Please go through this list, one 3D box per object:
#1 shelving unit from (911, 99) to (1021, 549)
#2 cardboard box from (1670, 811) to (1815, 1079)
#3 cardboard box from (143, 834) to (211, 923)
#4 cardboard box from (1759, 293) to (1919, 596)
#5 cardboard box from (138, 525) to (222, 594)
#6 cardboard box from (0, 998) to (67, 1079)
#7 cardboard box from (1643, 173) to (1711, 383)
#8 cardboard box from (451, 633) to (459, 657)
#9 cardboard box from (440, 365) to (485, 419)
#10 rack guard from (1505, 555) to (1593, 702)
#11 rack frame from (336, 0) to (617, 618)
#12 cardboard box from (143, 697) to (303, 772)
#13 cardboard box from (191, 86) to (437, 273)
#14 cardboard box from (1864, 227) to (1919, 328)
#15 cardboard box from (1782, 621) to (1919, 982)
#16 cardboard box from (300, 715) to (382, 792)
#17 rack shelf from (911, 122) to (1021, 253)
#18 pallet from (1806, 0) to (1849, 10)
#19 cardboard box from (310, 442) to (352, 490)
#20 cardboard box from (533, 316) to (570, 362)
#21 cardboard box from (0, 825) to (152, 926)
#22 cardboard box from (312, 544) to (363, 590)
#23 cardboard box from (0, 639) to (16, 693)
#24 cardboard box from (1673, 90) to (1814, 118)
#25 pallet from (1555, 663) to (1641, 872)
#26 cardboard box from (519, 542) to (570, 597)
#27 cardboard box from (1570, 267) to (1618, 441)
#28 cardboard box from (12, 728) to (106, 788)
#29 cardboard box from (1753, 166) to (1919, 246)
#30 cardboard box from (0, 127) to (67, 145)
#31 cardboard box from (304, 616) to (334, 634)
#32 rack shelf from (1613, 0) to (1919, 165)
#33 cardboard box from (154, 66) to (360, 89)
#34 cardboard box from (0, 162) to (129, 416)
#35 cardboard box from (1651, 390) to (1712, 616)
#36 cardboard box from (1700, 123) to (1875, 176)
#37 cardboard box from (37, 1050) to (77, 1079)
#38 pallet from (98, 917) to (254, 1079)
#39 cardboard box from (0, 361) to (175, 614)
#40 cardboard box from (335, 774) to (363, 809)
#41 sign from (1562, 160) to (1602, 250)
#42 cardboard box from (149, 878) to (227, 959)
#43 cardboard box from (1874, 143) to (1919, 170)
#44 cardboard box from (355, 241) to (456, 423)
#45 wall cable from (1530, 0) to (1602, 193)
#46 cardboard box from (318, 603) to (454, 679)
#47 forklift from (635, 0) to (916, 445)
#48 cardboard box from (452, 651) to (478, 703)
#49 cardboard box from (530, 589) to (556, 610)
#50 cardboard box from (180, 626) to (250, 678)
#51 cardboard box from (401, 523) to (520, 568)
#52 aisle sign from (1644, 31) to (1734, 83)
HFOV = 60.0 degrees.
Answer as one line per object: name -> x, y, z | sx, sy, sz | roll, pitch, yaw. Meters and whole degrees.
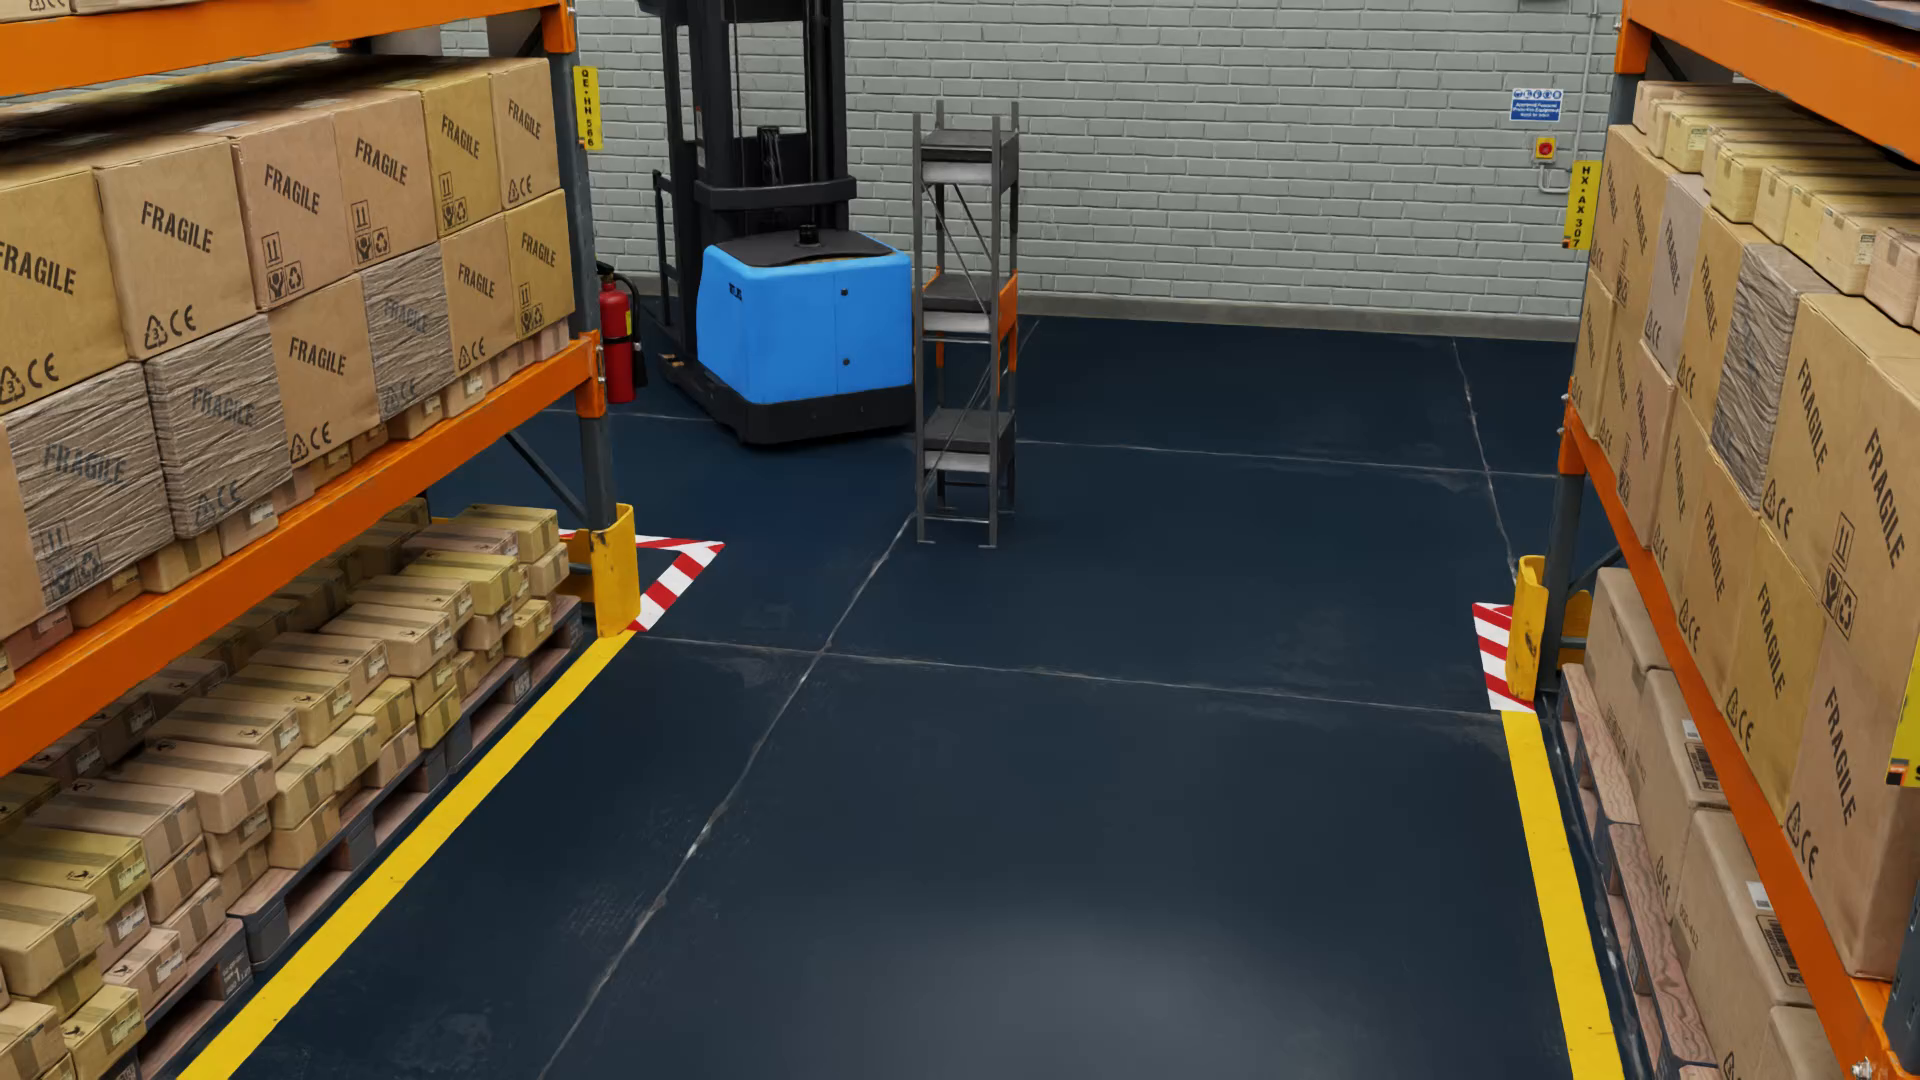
shelving unit -> 0.034, -1.035, 8.112 | 0.431, 2.100, 0.503 | 4, 22, 11
cardboard box -> 2.439, 1.154, 4.339 | 0.875, 0.438, 0.875 | 4, 22, 9
cardboard box -> -2.420, 0.961, 4.808 | 0.380, 0.149, 0.250 | 3, 22, 8
cardboard box -> 1.961, -0.179, 3.311 | 0.500, 0.500, 0.500 | 4, 22, 10
cardboard box -> -2.305, 0.019, 4.627 | 0.380, 0.149, 0.250 | 5, 22, 12
cardboard box -> -2.456, 1.251, 4.089 | 0.380, 0.149, 0.250 | 5, 23, 13
cardboard box -> 2.267, -0.731, 4.682 | 0.500, 0.500, 0.500 | 4, 22, 11
cardboard box -> -2.115, 0.391, 6.222 | 0.380, 0.149, 0.250 | 4, 22, 10
cardboard box -> -1.970, -0.560, 6.066 | 0.380, 0.149, 0.250 | 5, 22, 12
rack guard -> 2.844, 0.397, 6.697 | 1.175, 0.500, 0.348 | 4, 22, 11
rack frame -> -2.027, -1.094, 7.054 | 1.000, 3.000, 0.127 | 4, 22, 11
cardboard box -> -2.315, 0.628, 5.236 | 0.380, 0.149, 0.250 | 4, 22, 9
cardboard box -> -2.078, -1.179, 5.396 | 0.500, 0.500, 0.500 | 6, 23, 14
cardboard box -> 2.029, -0.511, 3.266 | 0.380, 0.149, 0.250 | 4, 22, 10
cardboard box -> 1.868, 0.474, 3.027 | 0.500, 0.500, 0.500 | 5, 22, 11
cardboard box -> -2.152, 0.687, 5.490 | 0.380, 0.149, 0.250 | 5, 22, 11
rack shelf -> 0.034, -1.671, 7.855 | 0.431, 0.518, 0.480 | 4, 22, 11
pallet -> 2.452, -1.384, 3.878 | 1.003, 0.211, 1.213 | 4, 22, 11
cardboard box -> -2.204, -0.274, 5.354 | 0.380, 0.149, 0.250 | 5, 22, 12
cardboard box -> -1.817, -0.836, 6.751 | 0.380, 0.149, 0.250 | 4, 22, 11
cardboard box -> -2.452, 0.918, 4.516 | 0.380, 0.149, 0.250 | 4, 22, 10
cardboard box -> -2.582, 0.116, 6.508 | 0.380, 0.149, 0.250 | 4, 22, 11
cardboard box -> -2.485, 0.307, 3.912 | 0.380, 0.149, 0.250 | 5, 22, 12
cardboard box -> 2.512, -1.354, 5.361 | 0.380, 0.149, 0.250 | 5, 22, 12
pallet -> 2.753, 0.839, 5.989 | 1.003, 0.211, 1.213 | 4, 22, 11
cardboard box -> -1.855, 0.111, 6.919 | 0.380, 0.149, 0.250 | 4, 22, 9
cardboard box -> 2.461, -0.646, 5.808 | 0.500, 0.500, 0.500 | 4, 22, 10
cardboard box -> -2.874, 0.688, 5.088 | 0.380, 0.149, 0.250 | 3, 22, 8
cardboard box -> 2.133, -0.792, 3.965 | 0.380, 0.149, 0.250 | 4, 22, 11
cardboard box -> -2.793, -0.847, 4.571 | 0.500, 0.500, 0.500 | 5, 22, 12
cardboard box -> -2.618, 0.346, 6.336 | 0.380, 0.149, 0.250 | 5, 23, 13
rack shelf -> 2.431, -1.079, 3.967 | 1.077, 0.370, 4.000 | 4, 22, 11
cardboard box -> -2.475, -1.413, 5.976 | 0.500, 0.500, 0.500 | 5, 22, 12
cardboard box -> -2.422, -0.616, 3.998 | 0.500, 0.500, 0.500 | 4, 22, 9
cardboard box -> 2.177, -0.090, 4.427 | 0.500, 0.500, 0.500 | 5, 23, 13
cardboard box -> 2.309, -1.070, 4.655 | 0.380, 0.149, 0.250 | 5, 22, 11
cardboard box -> -2.454, 1.388, 4.145 | 0.380, 0.149, 0.250 | 3, 22, 9
pallet -> -2.741, 1.414, 4.559 | 1.003, 0.211, 1.213 | 4, 22, 11
cardboard box -> -2.401, -0.159, 4.200 | 0.500, 0.500, 0.500 | 4, 22, 11
cardboard box -> -2.251, 0.809, 5.584 | 0.380, 0.149, 0.250 | 5, 22, 12
sign -> 2.297, -1.236, 6.143 | 0.100, 0.325, 0.005 | 4, 22, 11
cardboard box -> -2.397, 1.099, 4.863 | 0.380, 0.149, 0.250 | 4, 22, 10
cardboard box -> 2.749, -1.043, 4.588 | 0.380, 0.149, 0.250 | 4, 22, 10
cardboard box -> -2.071, -0.720, 5.594 | 0.500, 0.500, 0.500 | 5, 22, 11
wall cable -> 3.967, -3.303, 11.138 | 0.585, 1.953, 0.123 | 4, 22, 11
cardboard box -> -2.038, 0.355, 5.914 | 0.380, 0.149, 0.250 | 5, 23, 13
forklift -> -1.355, -2.420, 10.439 | 1.130, 2.935, 3.031 | -10, 24, -24
cardboard box -> -2.059, 0.526, 6.288 | 0.380, 0.149, 0.250 | 5, 22, 11
cardboard box -> -1.930, 0.242, 6.991 | 0.380, 0.149, 0.250 | 5, 22, 12
cardboard box -> -2.716, 0.407, 5.787 | 0.380, 0.149, 0.250 | 5, 22, 12
cardboard box -> -1.994, 0.058, 6.651 | 0.380, 0.149, 0.250 | 5, 22, 12
aisle sign -> 2.570, -2.008, 5.843 | 0.394, 0.787, 0.004 | 4, 22, 11
